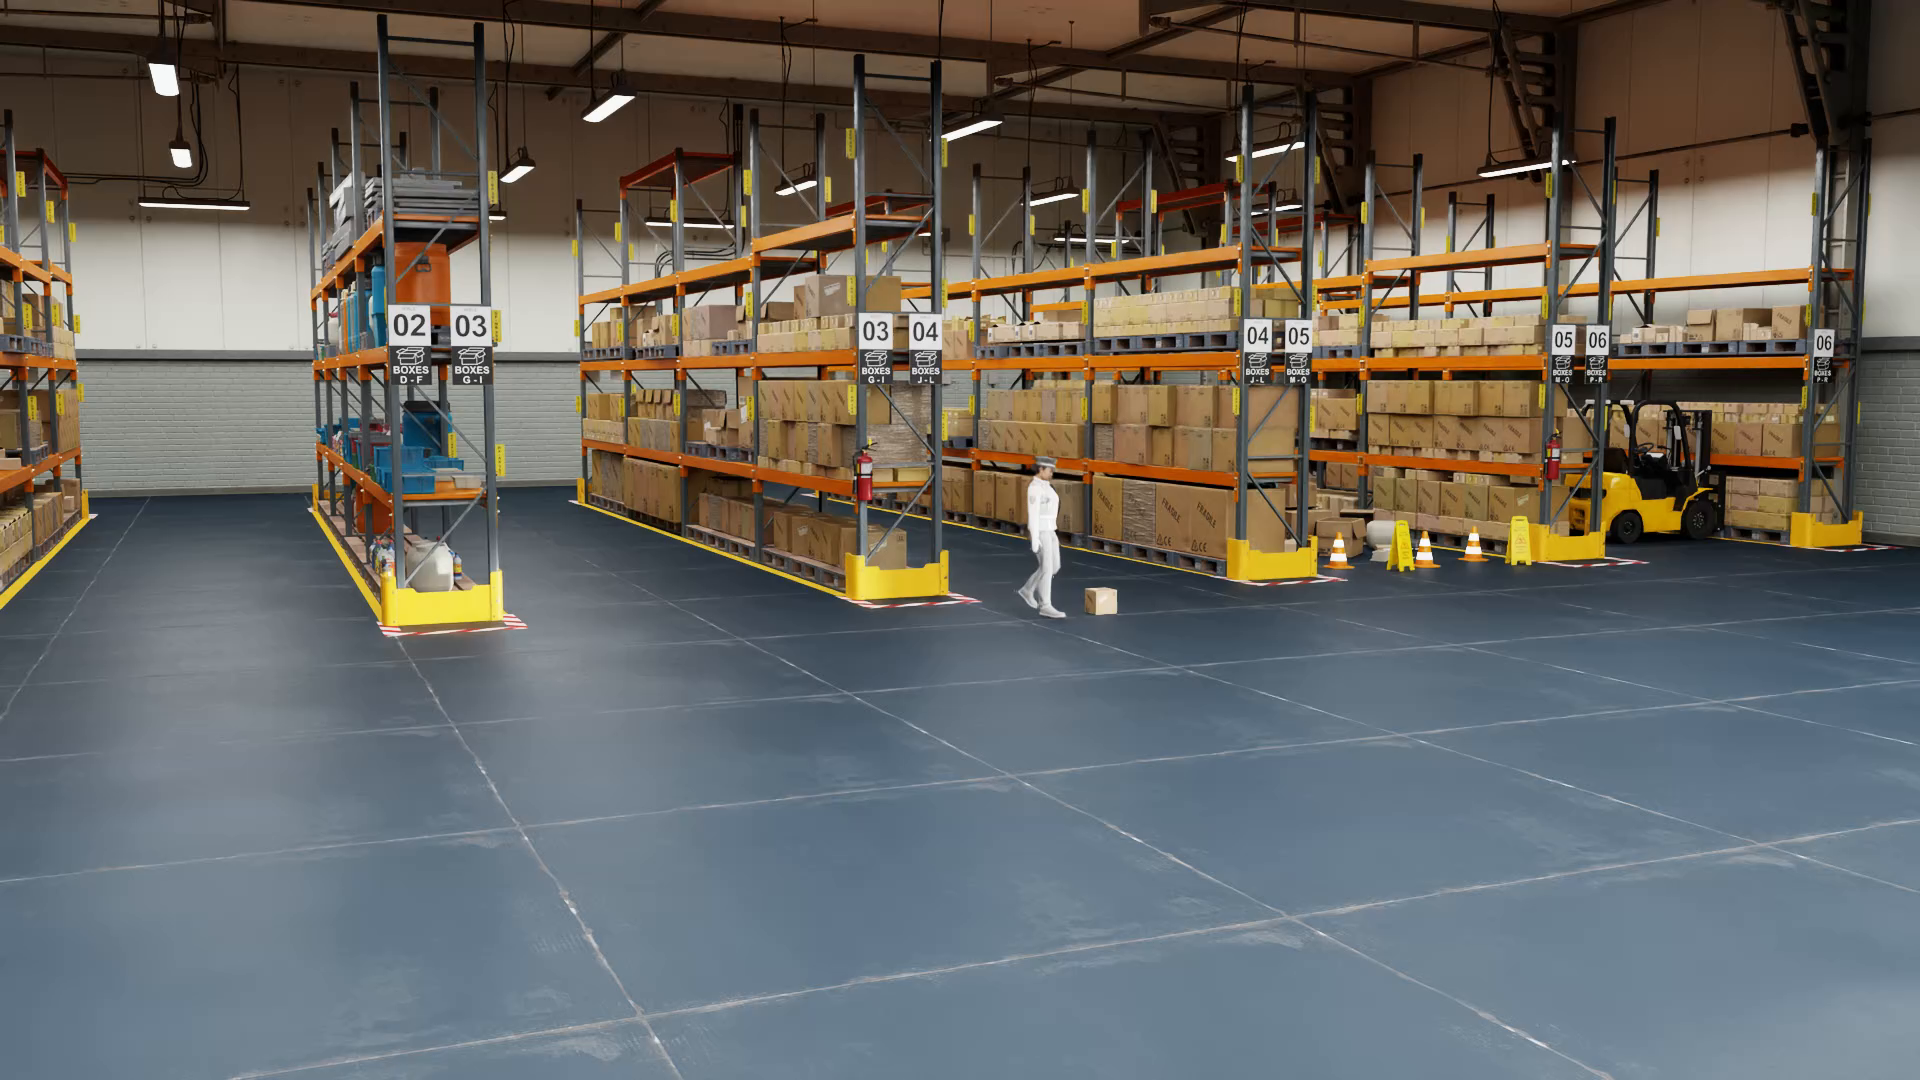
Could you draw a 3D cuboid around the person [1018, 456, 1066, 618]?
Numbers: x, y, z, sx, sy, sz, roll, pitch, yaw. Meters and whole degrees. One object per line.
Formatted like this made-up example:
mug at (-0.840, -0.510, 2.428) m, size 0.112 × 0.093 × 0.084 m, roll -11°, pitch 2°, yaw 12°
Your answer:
person at (0.857, -0.048, 17.384) m, size 0.587 × 1.658 × 0.546 m, roll 2°, pitch 6°, yaw 16°
